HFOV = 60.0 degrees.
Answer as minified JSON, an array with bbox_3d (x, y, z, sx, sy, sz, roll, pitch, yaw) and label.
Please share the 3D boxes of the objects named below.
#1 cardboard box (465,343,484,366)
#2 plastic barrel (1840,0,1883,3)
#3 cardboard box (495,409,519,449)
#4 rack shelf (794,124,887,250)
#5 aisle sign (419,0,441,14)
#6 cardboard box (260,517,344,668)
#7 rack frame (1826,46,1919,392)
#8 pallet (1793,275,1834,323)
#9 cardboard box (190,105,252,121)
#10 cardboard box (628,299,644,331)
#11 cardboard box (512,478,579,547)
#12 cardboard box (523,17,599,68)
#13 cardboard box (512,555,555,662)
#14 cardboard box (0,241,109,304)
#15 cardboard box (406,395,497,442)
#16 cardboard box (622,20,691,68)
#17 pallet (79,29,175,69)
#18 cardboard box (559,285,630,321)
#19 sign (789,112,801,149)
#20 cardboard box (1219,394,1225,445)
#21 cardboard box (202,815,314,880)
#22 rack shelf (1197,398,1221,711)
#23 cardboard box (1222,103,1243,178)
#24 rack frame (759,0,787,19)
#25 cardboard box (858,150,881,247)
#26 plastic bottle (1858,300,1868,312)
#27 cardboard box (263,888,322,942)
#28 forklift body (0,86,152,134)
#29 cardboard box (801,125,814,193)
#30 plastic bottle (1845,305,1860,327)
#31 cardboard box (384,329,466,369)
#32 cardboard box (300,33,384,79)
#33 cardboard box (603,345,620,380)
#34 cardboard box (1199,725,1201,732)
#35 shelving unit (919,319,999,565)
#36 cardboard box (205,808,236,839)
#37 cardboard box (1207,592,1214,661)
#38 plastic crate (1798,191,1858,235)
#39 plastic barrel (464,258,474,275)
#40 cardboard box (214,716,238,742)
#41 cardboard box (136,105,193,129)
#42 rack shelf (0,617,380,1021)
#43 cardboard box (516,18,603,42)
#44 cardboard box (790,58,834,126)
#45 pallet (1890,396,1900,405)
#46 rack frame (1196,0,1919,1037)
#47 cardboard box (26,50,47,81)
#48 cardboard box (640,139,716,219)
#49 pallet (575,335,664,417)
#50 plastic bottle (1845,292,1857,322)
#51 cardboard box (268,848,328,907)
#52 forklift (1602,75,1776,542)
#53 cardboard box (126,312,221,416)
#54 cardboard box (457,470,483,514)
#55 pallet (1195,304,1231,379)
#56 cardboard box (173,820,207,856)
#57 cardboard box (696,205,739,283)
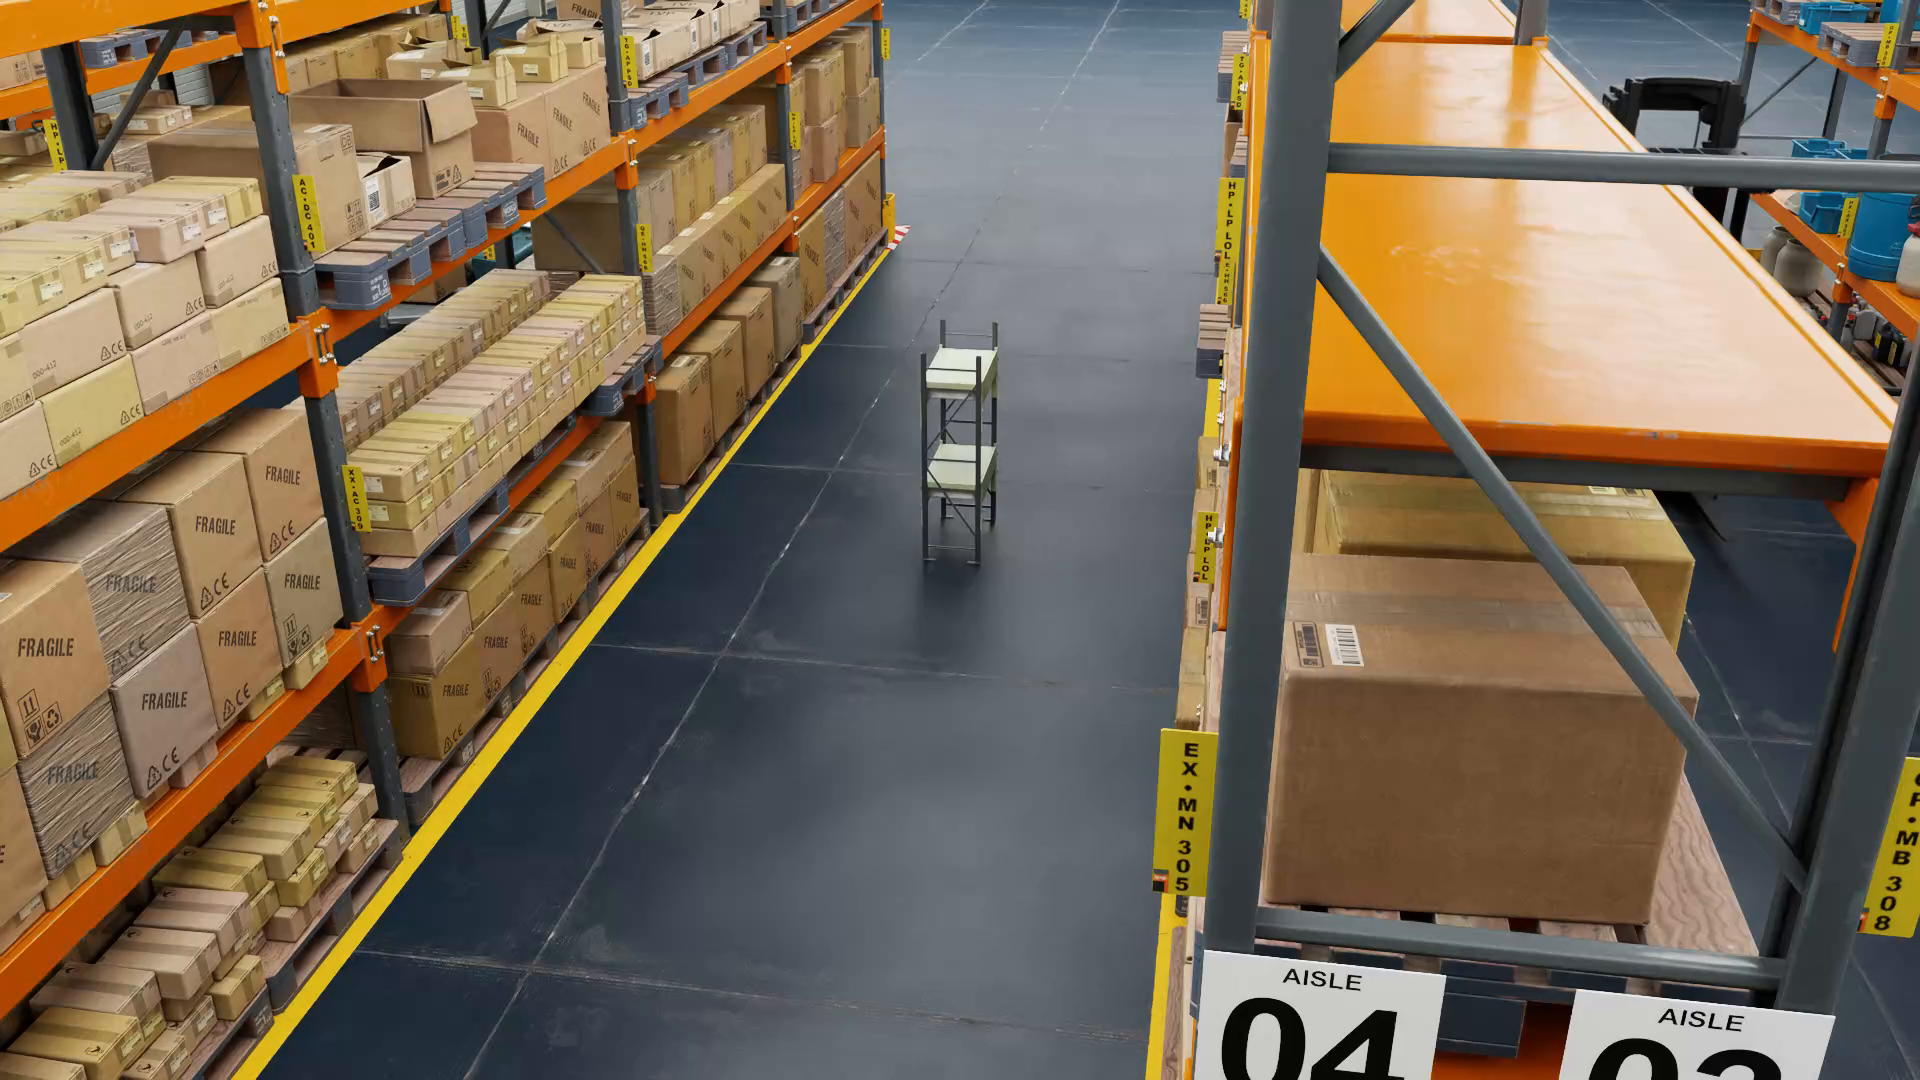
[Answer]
[{"bbox_3d":[-3.100,-1.092,10.040,0.380,0.149,0.250,4,25,9],"label":"cardboard box"},{"bbox_3d":[8.352,-5.270,15.259,0.600,0.588,0.600,0,25,0],"label":"plastic barrel"},{"bbox_3d":[-2.627,-0.614,9.018,0.380,0.149,0.250,5,26,11],"label":"cardboard box"},{"bbox_3d":[-1.677,-3.688,16.984,1.077,0.370,4.000,4,25,9],"label":"rack shelf"},{"bbox_3d":[-5.954,-6.334,18.722,0.394,0.787,0.004,4,25,9],"label":"aisle sign"},{"bbox_3d":[-3.112,0.210,7.338,0.500,0.500,0.500,4,25,9],"label":"cardboard box"},{"bbox_3d":[7.759,-2.448,13.487,1.000,3.000,0.127,4,25,9],"label":"rack frame"},{"bbox_3d":[8.309,-2.484,16.852,1.003,0.211,1.213,4,25,9],"label":"pallet"},{"bbox_3d":[-6.753,-3.639,15.067,0.500,0.500,0.500,4,25,8],"label":"cardboard box"},{"bbox_3d":[-2.289,-1.478,10.863,0.380,0.149,0.250,5,25,10],"label":"cardboard box"},{"bbox_3d":[-2.681,-0.175,10.198,0.500,0.250,0.500,5,25,10],"label":"cardboard box"},{"bbox_3d":[-2.467,-3.068,10.251,0.396,0.266,0.258,4,25,9],"label":"cardboard box"},{"bbox_3d":[-2.772,0.378,9.901,0.500,0.500,0.500,4,25,9],"label":"cardboard box"},{"bbox_3d":[-3.255,-0.943,5.849,0.380,0.149,0.250,3,25,6],"label":"cardboard box"},{"bbox_3d":[-2.666,-0.639,8.720,0.380,0.149,0.250,4,25,8],"label":"cardboard box"},{"bbox_3d":[-2.240,-3.528,11.818,0.500,0.250,0.500,5,25,10],"label":"cardboard box"},{"bbox_3d":[-7.276,-4.067,13.628,1.213,0.211,1.003,4,25,9],"label":"pallet"},{"bbox_3d":[-2.329,-1.509,10.579,0.380,0.149,0.250,4,25,8],"label":"cardboard box"},{"bbox_3d":[-1.467,-3.632,14.744,0.100,0.325,0.005,4,25,9],"label":"sign"},{"bbox_3d":[1.709,-0.549,9.311,0.500,0.500,0.500,4,25,8],"label":"cardboard box"},{"bbox_3d":[-3.149,1.381,7.471,0.380,0.149,0.250,4,25,8],"label":"cardboard box"},{"bbox_3d":[1.892,0.044,9.011,1.077,0.370,4.000,4,25,9],"label":"rack shelf"},{"bbox_3d":[2.605,-2.931,13.314,1.000,1.000,1.000,4,25,9],"label":"cardboard box"},{"bbox_3d":[-2.004,-5.895,13.773,1.000,3.000,0.127,4,25,9],"label":"rack frame"},{"bbox_3d":[-1.396,-3.790,18.364,0.875,0.875,0.875,4,25,9],"label":"cardboard box"},{"bbox_3d":[8.454,-2.127,15.494,0.152,0.276,0.135,3,25,7],"label":"plastic bottle"},{"bbox_3d":[-3.144,1.675,7.545,0.380,0.149,0.250,3,25,7],"label":"cardboard box"},{"bbox_3d":[-9.658,-4.190,18.208,2.313,2.155,1.214,4,25,9],"label":"forklift body"},{"bbox_3d":[-1.888,-3.632,15.839,0.875,0.550,0.550,4,25,9],"label":"cardboard box"},{"bbox_3d":[8.328,-2.094,15.512,0.097,0.201,0.097,0,25,0],"label":"plastic bottle"},{"bbox_3d":[-3.137,-1.121,9.749,0.380,0.149,0.250,5,26,10],"label":"cardboard box"},{"bbox_3d":[-6.409,-4.925,17.129,0.700,0.500,0.500,4,25,8],"label":"cardboard box"},{"bbox_3d":[-2.369,-1.131,10.474,0.380,0.149,0.250,4,25,9],"label":"cardboard box"},{"bbox_3d":[1.146,0.879,6.675,0.380,0.149,0.250,3,25,7],"label":"cardboard box"},{"bbox_3d":[0.001,-0.682,11.482,0.431,1.500,0.755,4,25,9],"label":"shelving unit"},{"bbox_3d":[-3.639,1.376,7.833,0.380,0.149,0.250,4,25,9],"label":"cardboard box"},{"bbox_3d":[1.147,0.536,6.053,0.500,0.500,0.500,4,25,9],"label":"cardboard box"},{"bbox_3d":[7.672,-2.863,14.547,0.499,0.251,0.616,4,25,9],"label":"plastic crate"},{"bbox_3d":[-5.094,-3.016,17.737,0.421,0.421,0.512,-20,32,-36],"label":"plastic barrel"},{"bbox_3d":[-3.274,0.744,6.963,0.380,0.149,0.250,3,25,7],"label":"cardboard box"},{"bbox_3d":[-6.856,-3.644,14.312,0.380,0.149,0.250,3,25,7],"label":"cardboard box"},{"bbox_3d":[-3.638,1.331,6.262,1.077,0.370,4.000,4,25,9],"label":"rack shelf"},{"bbox_3d":[-2.783,-3.516,11.721,0.500,0.311,0.500,4,25,9],"label":"cardboard box"},{"bbox_3d":[-1.711,-4.341,16.079,0.875,0.550,0.550,4,25,9],"label":"cardboard box"},{"bbox_3d":[7.669,-0.854,13.370,1.003,0.211,1.213,4,25,9],"label":"pallet"},{"bbox_3d":[0.912,-0.490,2.226,1.000,3.000,0.127,4,25,9],"label":"rack frame"},{"bbox_3d":[-7.336,-3.850,12.822,0.797,0.503,0.637,4,25,9],"label":"cardboard box"},{"bbox_3d":[-2.328,-2.830,13.004,0.700,0.500,0.500,4,25,8],"label":"cardboard box"},{"bbox_3d":[-2.669,-1.112,10.858,1.213,0.211,1.003,4,25,9],"label":"pallet"},{"bbox_3d":[8.372,-2.195,15.632,0.061,0.283,0.133,4,25,9],"label":"plastic bottle"},{"bbox_3d":[-3.107,1.516,7.534,0.380,0.149,0.250,3,25,7],"label":"cardboard box"},{"bbox_3d":[5.111,-1.774,12.126,1.130,2.935,3.031,3,25,7],"label":"forklift"},{"bbox_3d":[-3.218,-0.690,6.369,0.500,0.250,0.500,4,25,8],"label":"cardboard box"},{"bbox_3d":[-2.709,-0.262,8.616,0.380,0.149,0.250,4,25,9],"label":"cardboard box"},{"bbox_3d":[2.231,-1.337,11.339,1.213,0.211,1.003,4,25,9],"label":"pallet"},{"bbox_3d":[-3.668,1.350,7.538,0.380,0.149,0.250,4,25,8],"label":"cardboard box"},{"bbox_3d":[-2.071,-2.351,13.160,0.500,0.500,0.500,4,25,8],"label":"cardboard box"}]
